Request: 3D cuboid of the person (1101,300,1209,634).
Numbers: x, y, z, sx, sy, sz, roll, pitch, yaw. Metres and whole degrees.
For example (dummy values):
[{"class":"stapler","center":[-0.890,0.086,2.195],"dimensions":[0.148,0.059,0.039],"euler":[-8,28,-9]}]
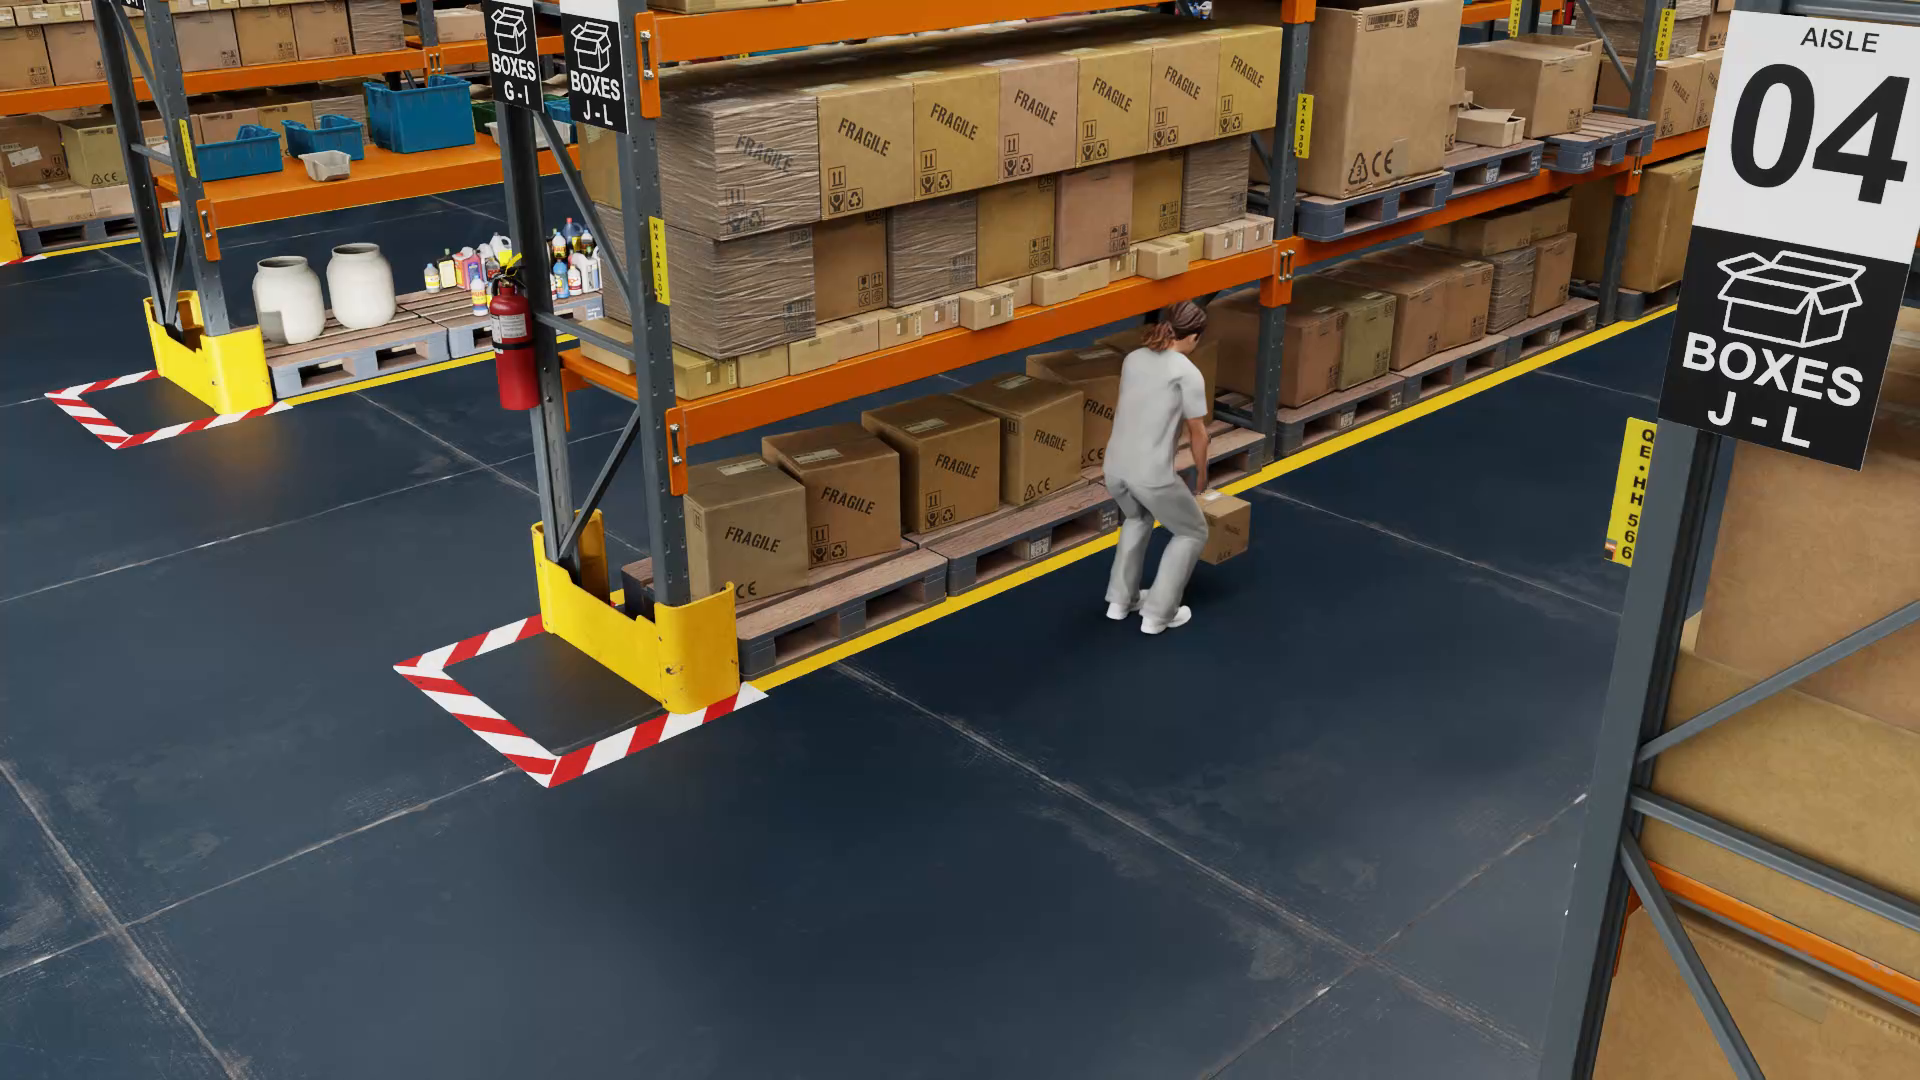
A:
[{"class":"person","center":[0.883,-0.331,7.566],"dimensions":[0.554,1.493,0.486],"euler":[-21,32,-39]}]
